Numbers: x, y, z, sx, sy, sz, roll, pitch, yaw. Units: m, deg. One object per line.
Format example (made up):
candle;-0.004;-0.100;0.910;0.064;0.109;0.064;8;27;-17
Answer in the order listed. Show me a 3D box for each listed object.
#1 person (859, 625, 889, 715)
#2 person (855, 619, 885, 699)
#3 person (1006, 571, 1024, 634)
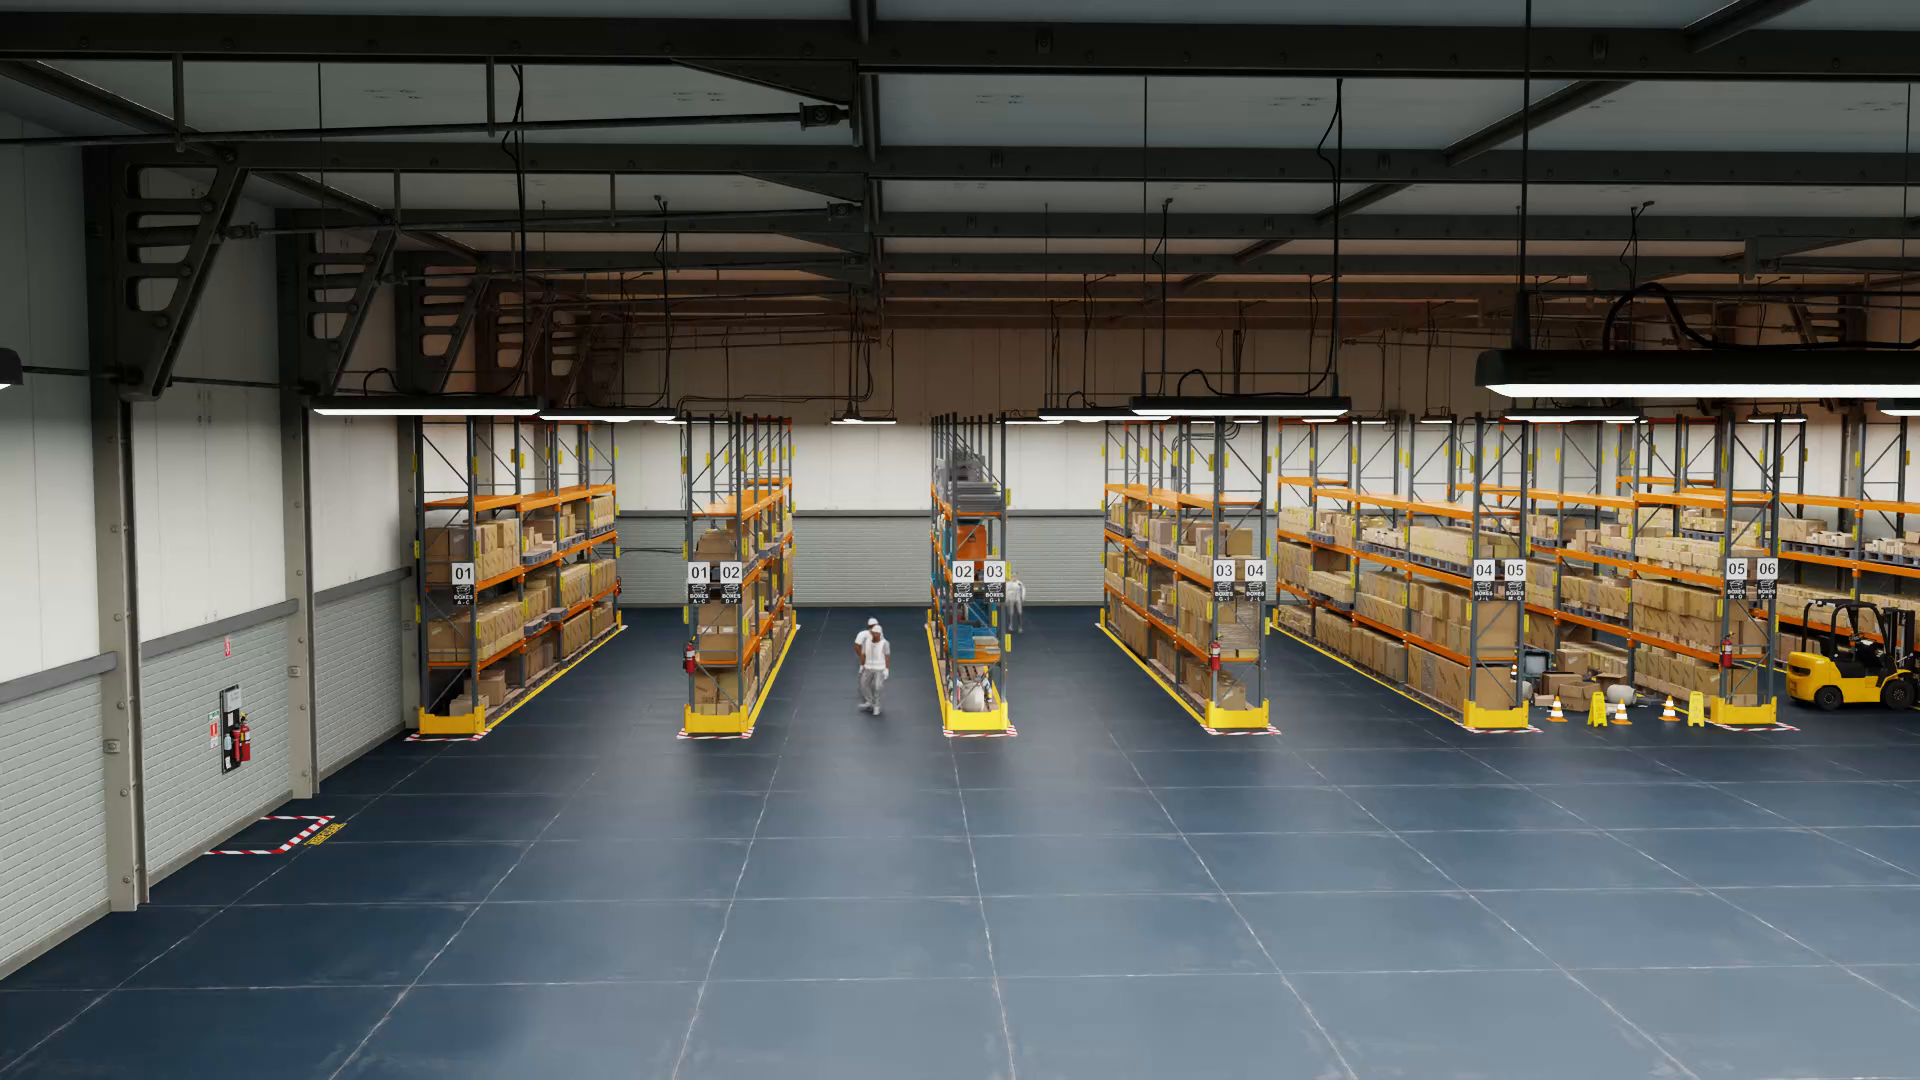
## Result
person;-1.715;2.582;33.157;0.658;1.796;0.460;1;4;15
person;-1.897;2.492;35.059;0.700;1.702;0.590;-2;4;-22
person;1.532;1.722;46.317;0.612;1.739;0.762;-1;4;-9
